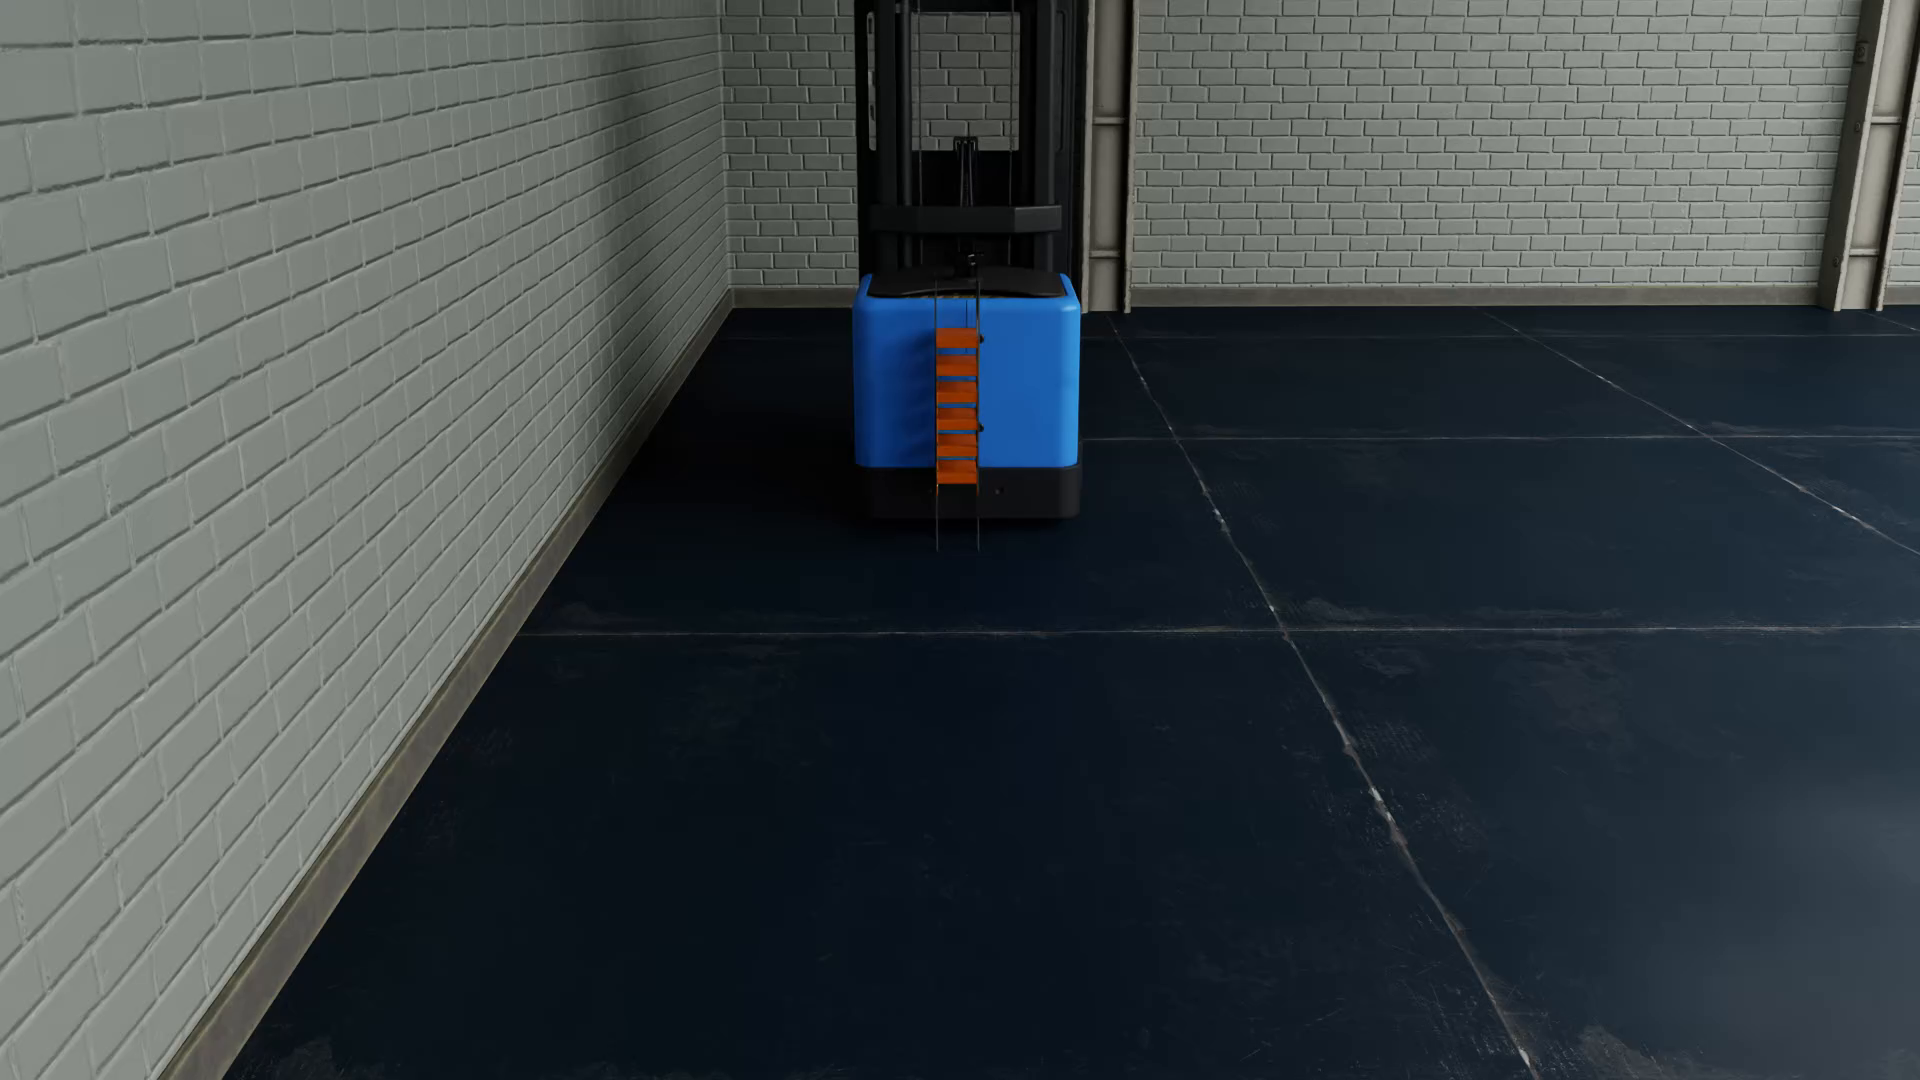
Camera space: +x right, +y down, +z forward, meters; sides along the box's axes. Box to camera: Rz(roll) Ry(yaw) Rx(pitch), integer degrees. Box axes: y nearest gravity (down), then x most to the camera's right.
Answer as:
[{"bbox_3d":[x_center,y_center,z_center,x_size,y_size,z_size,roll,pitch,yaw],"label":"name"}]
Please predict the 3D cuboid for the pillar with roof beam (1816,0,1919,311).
[{"bbox_3d":[7.214,-4.842,7.909,0.400,9.000,9.100,0,18,-1],"label":"pillar with roof beam"}]

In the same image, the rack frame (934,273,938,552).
[{"bbox_3d":[-0.106,-0.554,7.311,0.006,1.200,0.240,0,18,-2],"label":"rack frame"}]

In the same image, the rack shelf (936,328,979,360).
[{"bbox_3d":[-0.014,-0.856,7.217,0.180,0.103,0.258,0,18,-2],"label":"rack shelf"}]

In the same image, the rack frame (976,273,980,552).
[{"bbox_3d":[0.077,-0.556,7.316,0.006,1.200,0.240,0,18,-2],"label":"rack frame"}]

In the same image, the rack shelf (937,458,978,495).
[{"bbox_3d":[-0.014,-0.284,7.400,0.180,0.103,0.258,0,18,-2],"label":"rack shelf"}]

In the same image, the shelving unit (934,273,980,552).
[{"bbox_3d":[-0.014,-0.555,7.314,0.189,1.200,0.258,0,18,-2],"label":"shelving unit"}]

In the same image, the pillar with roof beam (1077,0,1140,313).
[{"bbox_3d":[1.215,-4.813,7.818,0.400,9.000,9.100,0,18,-1],"label":"pillar with roof beam"}]

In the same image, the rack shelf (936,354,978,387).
[{"bbox_3d":[-0.014,-0.741,7.254,0.180,0.103,0.258,0,18,-2],"label":"rack shelf"}]

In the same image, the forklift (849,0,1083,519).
[{"bbox_3d":[0.024,-1.886,8.629,1.130,2.935,3.031,0,18,0],"label":"forklift"}]

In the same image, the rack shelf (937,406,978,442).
[{"bbox_3d":[-0.014,-0.513,7.327,0.180,0.103,0.258,0,18,-2],"label":"rack shelf"}]

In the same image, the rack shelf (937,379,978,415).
[{"bbox_3d":[-0.014,-0.627,7.290,0.180,0.103,0.258,0,18,-2],"label":"rack shelf"}]

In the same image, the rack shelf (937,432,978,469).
[{"bbox_3d":[-0.014,-0.398,7.364,0.180,0.103,0.258,0,18,-2],"label":"rack shelf"}]
